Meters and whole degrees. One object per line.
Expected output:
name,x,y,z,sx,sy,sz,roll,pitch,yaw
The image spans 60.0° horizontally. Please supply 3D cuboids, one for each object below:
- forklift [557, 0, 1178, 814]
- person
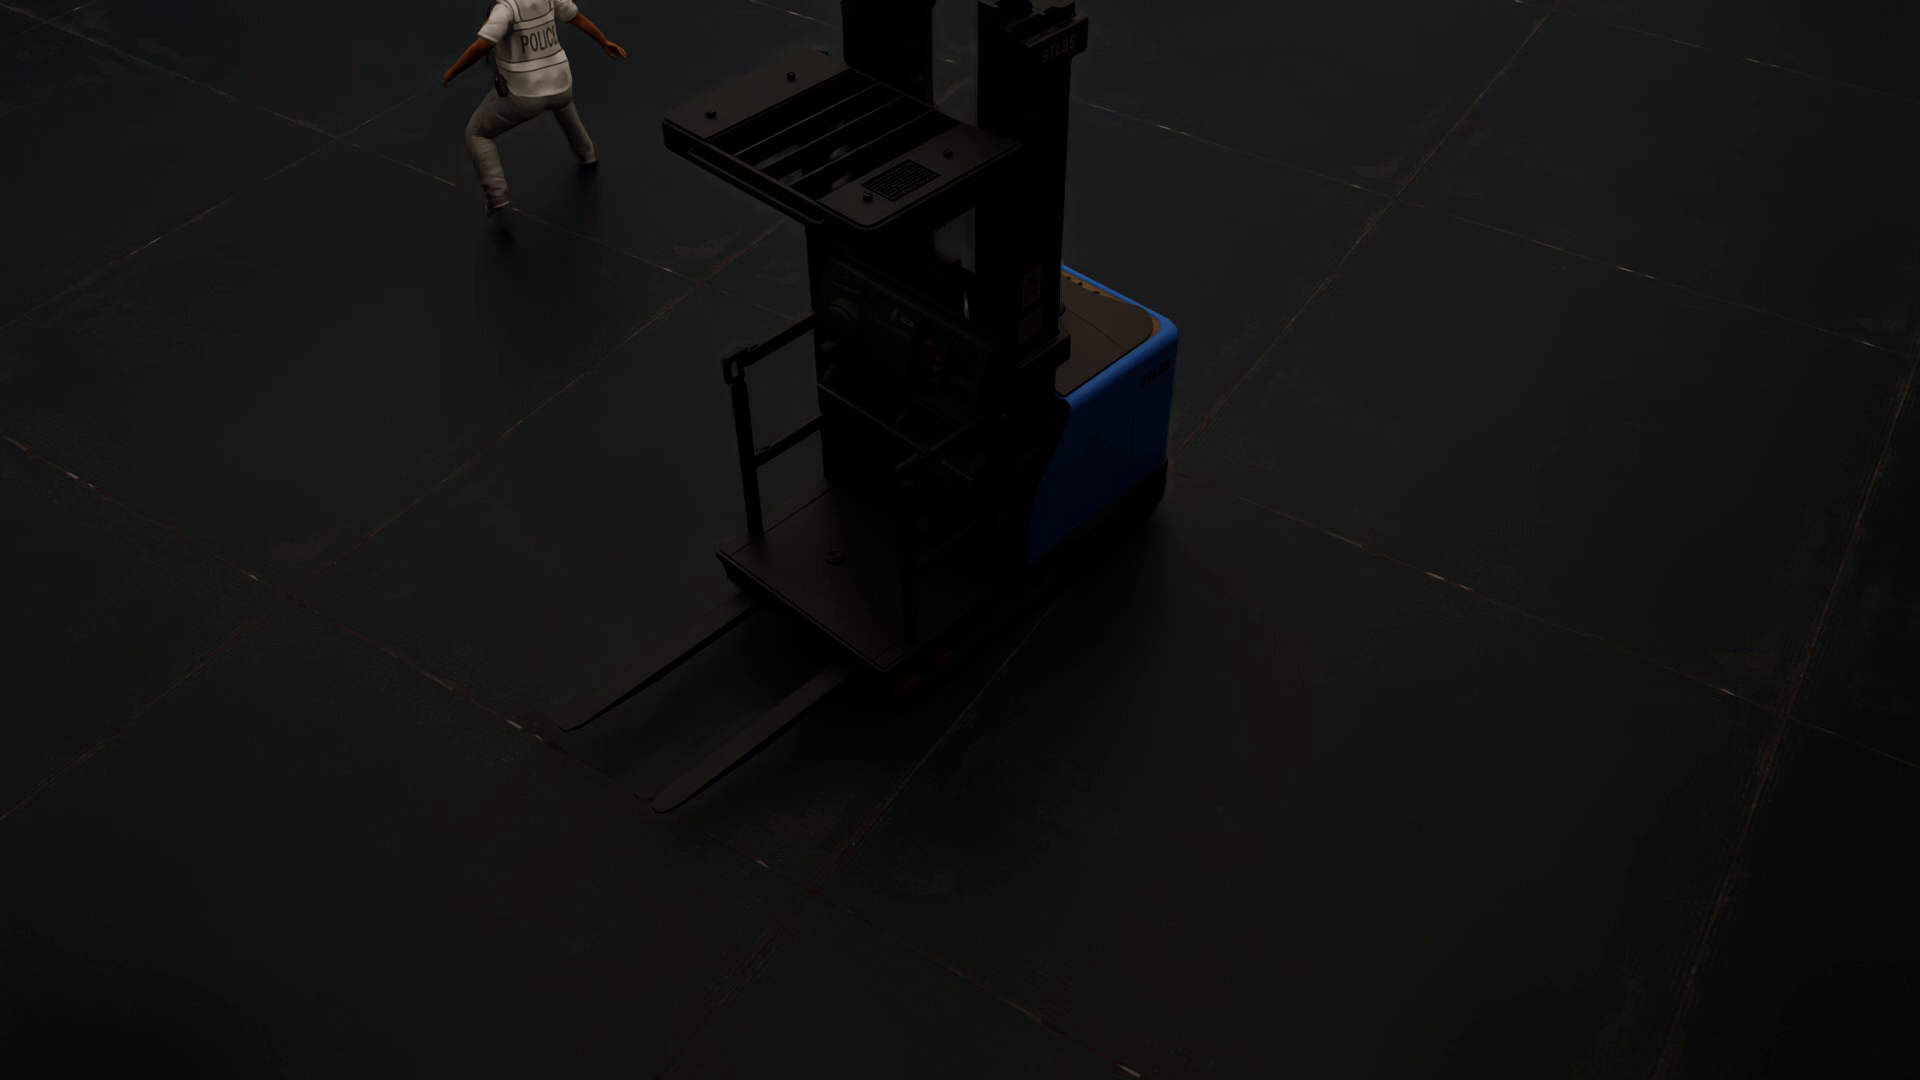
forklift,-0.381,-0.742,6.631,1.130,2.935,3.031,33,53,30
person,-2.505,-2.710,9.797,0.510,1.569,1.130,32,52,29
